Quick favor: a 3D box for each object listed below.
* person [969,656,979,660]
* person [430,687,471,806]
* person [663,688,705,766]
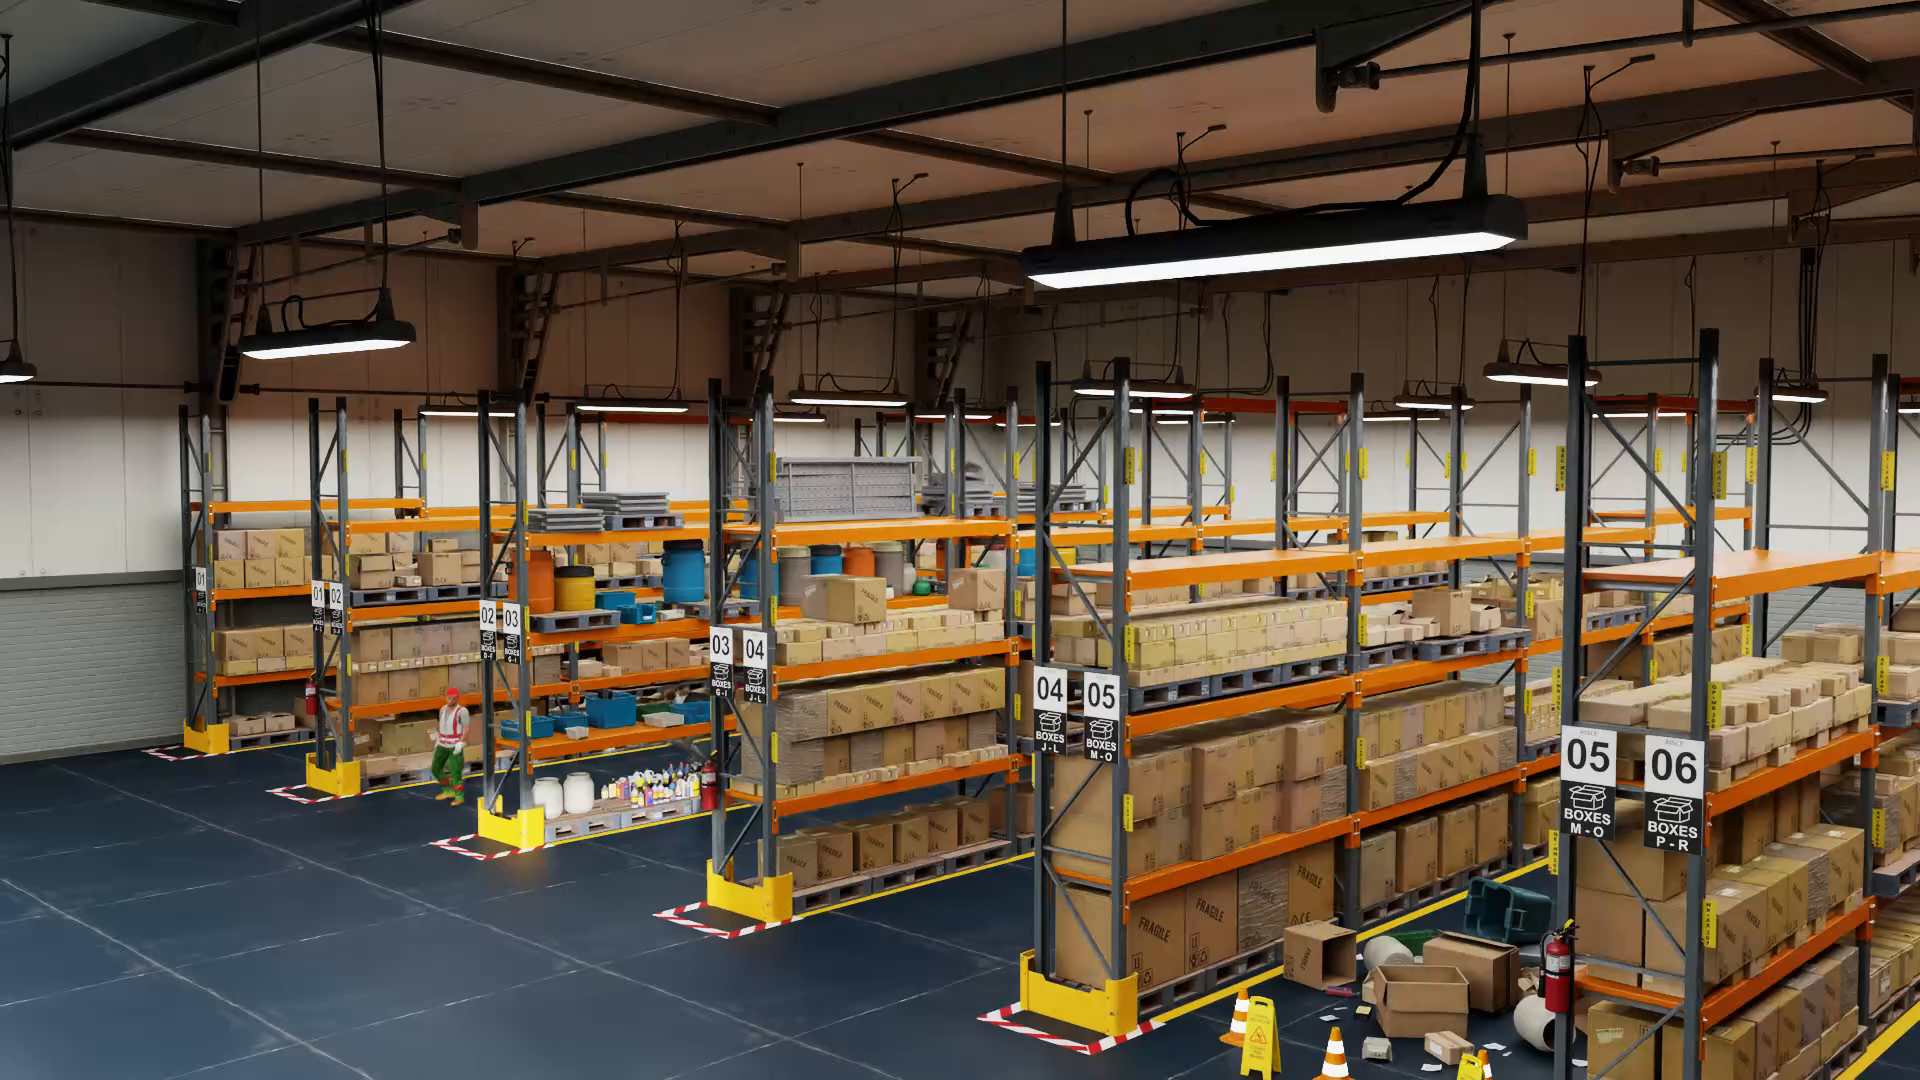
[{"bbox_3d":[0.437,2.653,33.022,0.946,1.572,0.670,-2,4,-32],"label":"person"},{"bbox_3d":[-7.460,3.007,24.249,0.774,1.753,0.570,1,3,24],"label":"person"},{"bbox_3d":[-4.517,3.116,27.026,0.923,1.225,0.551,-2,4,-36],"label":"person"}]
